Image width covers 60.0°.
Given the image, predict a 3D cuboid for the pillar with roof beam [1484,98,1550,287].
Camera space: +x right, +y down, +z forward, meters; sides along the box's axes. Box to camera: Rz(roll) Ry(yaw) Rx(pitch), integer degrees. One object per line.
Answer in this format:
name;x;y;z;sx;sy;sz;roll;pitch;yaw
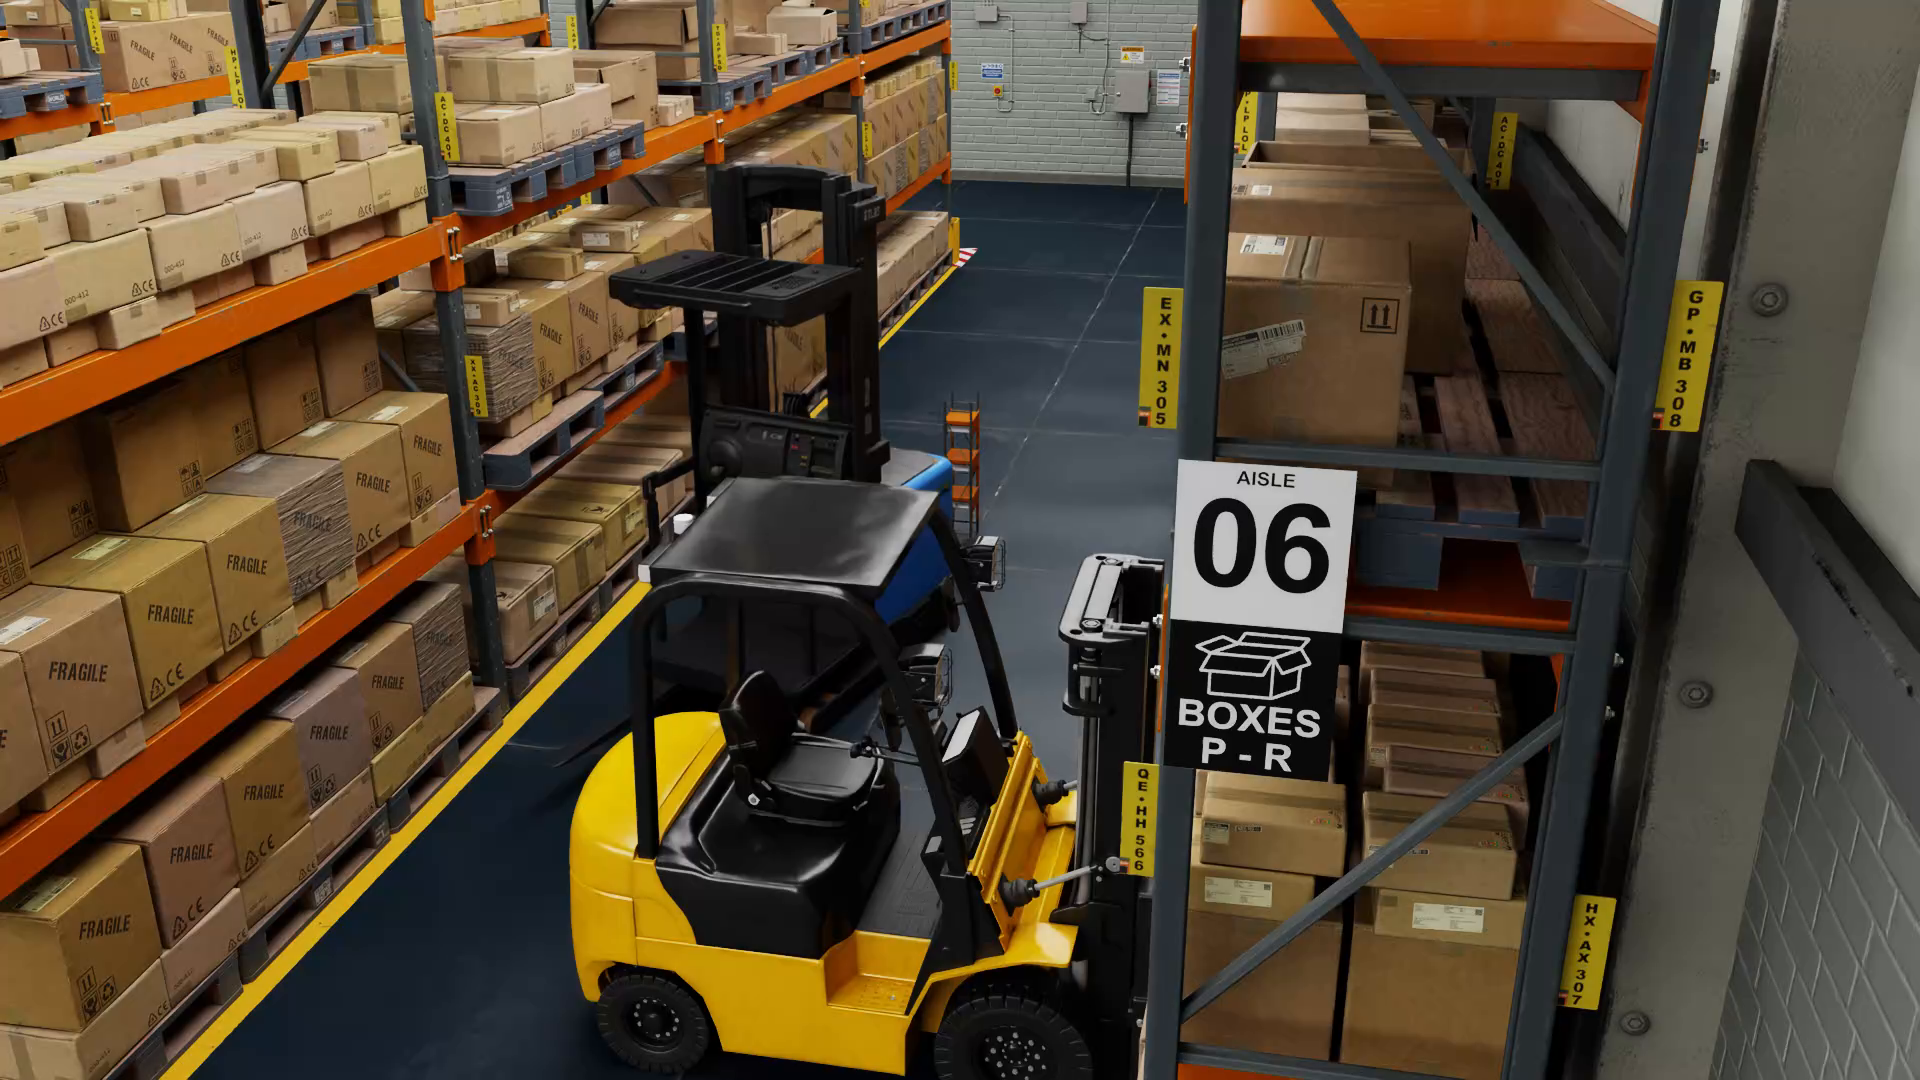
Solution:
pillar with roof beam;-0.978;-4.088;9.960;9.100;9.000;0.400;4;22;11

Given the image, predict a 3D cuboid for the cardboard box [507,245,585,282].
cardboard box;-2.493;-1.667;10.016;0.380;0.149;0.250;6;23;14

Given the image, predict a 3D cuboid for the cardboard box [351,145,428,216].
cardboard box;-2.883;-1.714;7.882;0.500;0.250;0.500;4;22;10

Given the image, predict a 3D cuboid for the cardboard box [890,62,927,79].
cardboard box;-0.575;-5.206;18.424;0.380;0.149;0.250;5;22;12

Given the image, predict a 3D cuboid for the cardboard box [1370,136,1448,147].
cardboard box;2.169;-1.872;8.111;0.380;0.149;0.250;4;22;11

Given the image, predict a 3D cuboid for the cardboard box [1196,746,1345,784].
cardboard box;0.946;0.967;5.303;0.500;0.500;0.500;5;23;13

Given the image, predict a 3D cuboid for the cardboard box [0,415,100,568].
cardboard box;-3.868;-0.205;6.476;0.700;0.500;0.500;4;22;10

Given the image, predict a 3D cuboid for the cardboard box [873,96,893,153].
cardboard box;-0.980;-4.213;16.827;0.500;0.500;0.500;4;22;10

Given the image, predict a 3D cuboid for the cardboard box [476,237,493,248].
cardboard box;-5.599;-3.386;19.102;0.380;0.149;0.250;5;22;11

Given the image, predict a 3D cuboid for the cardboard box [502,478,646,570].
cardboard box;-2.668;-0.123;11.098;0.950;0.372;0.625;5;23;13

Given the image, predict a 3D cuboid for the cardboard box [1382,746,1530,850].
cardboard box;1.381;0.719;4.654;0.380;0.149;0.250;5;23;13

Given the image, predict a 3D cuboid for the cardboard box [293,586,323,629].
cardboard box;-3.109;0.283;7.471;0.380;0.149;0.250;4;22;10

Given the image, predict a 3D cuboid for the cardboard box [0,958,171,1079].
cardboard box;-3.437;1.833;6.407;0.500;0.250;0.500;4;22;10

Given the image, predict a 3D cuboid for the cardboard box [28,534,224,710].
cardboard box;-3.299;0.313;6.529;0.500;0.500;0.500;4;22;10

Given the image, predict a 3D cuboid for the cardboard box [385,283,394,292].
cardboard box;-5.901;-2.684;17.757;0.380;0.149;0.250;3;22;9

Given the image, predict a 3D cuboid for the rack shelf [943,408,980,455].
rack shelf;0.011;-0.760;11.604;0.215;0.259;0.240;4;22;11

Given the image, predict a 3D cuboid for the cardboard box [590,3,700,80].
cardboard box;-2.311;-3.683;12.269;0.797;0.503;0.637;3;22;8

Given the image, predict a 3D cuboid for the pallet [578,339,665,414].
pallet;-2.604;-1.084;10.787;1.003;0.211;1.213;4;22;11

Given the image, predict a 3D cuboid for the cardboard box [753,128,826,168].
cardboard box;-1.490;-3.317;14.602;0.500;0.500;0.500;5;23;13

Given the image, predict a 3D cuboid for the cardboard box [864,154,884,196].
cardboard box;-1.072;-3.561;16.546;0.500;0.500;0.500;5;23;13

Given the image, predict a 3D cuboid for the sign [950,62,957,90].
sign;-0.079;-5.426;19.445;0.100;0.325;0.005;4;22;11

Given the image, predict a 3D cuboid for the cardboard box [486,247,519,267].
cardboard box;-2.869;-1.564;10.628;0.500;0.500;0.500;4;22;9

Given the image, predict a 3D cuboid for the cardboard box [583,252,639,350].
cardboard box;-2.370;-1.518;10.512;0.500;0.500;0.500;4;22;9

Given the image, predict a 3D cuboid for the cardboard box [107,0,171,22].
cardboard box;-6.649;-4.349;13.463;0.396;0.266;0.258;4;22;11

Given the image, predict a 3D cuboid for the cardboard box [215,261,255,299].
cardboard box;-3.182;-1.110;6.915;0.380;0.149;0.250;5;22;12

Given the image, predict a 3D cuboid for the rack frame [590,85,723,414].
rack frame;-2.240;-1.900;12.556;1.000;3.000;0.127;4;22;11

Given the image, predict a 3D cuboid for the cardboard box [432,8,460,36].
cardboard box;-5.719;-5.547;17.797;0.500;0.250;0.500;5;23;13

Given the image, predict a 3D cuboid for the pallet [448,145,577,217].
pallet;-2.826;-1.959;8.939;1.213;0.211;1.003;4;22;11

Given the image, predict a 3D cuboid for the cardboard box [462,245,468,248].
cardboard box;-5.737;-3.338;18.585;0.380;0.149;0.250;5;22;12

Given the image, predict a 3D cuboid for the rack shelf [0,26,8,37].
rack shelf;-10.717;-5.907;19.454;1.077;0.370;4.000;4;22;11

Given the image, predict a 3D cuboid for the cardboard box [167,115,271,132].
cardboard box;-3.465;-1.894;7.795;0.380;0.149;0.250;5;23;13

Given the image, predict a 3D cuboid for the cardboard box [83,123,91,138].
cardboard box;-10.458;-4.890;19.782;0.500;0.250;0.500;4;22;11

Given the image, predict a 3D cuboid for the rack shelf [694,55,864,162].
rack shelf;-1.832;-3.689;13.946;1.077;0.370;4.000;4;22;11

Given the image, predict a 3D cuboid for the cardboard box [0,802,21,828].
cardboard box;-3.563;0.940;5.840;0.380;0.149;0.250;5;22;12

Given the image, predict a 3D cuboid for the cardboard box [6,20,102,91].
cardboard box;-7.239;-3.906;13.389;0.500;0.500;0.500;4;22;11

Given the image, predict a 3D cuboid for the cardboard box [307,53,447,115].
cardboard box;-3.063;-2.407;8.770;0.500;0.250;0.500;5;22;12

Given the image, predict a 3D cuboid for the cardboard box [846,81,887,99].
cardboard box;-0.947;-4.548;16.789;0.380;0.149;0.250;4;22;11

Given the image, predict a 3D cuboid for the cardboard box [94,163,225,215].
cardboard box;-3.130;-1.375;6.506;0.380;0.149;0.250;5;22;12

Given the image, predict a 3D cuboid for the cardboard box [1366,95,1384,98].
cardboard box;2.229;-2.763;9.855;0.700;0.500;0.500;4;22;10

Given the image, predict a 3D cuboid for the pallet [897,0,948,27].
pallet;-0.749;-5.904;18.601;1.003;0.211;1.213;4;22;11

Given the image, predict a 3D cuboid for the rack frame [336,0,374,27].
rack frame;-6.290;-6.486;15.913;1.000;3.000;0.127;4;22;11

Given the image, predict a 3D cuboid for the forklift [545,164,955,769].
forklift;-1.137;-0.463;9.080;1.130;2.935;3.031;10;24;24

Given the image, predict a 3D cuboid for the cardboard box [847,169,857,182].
cardboard box;-1.276;-3.345;15.677;0.500;0.250;0.500;4;22;11

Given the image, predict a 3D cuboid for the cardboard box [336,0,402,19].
cardboard box;-5.957;-5.415;16.799;0.500;0.250;0.500;5;23;13

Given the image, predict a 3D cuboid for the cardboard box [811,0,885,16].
cardboard box;-1.180;-5.539;16.742;0.797;0.503;0.637;6;23;15

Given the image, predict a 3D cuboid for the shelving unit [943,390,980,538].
shelving unit;0.011;-0.507;11.706;0.215;1.050;0.252;4;22;11

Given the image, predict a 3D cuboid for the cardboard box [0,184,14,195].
cardboard box;-3.730;-1.223;6.128;0.380;0.149;0.250;4;22;9

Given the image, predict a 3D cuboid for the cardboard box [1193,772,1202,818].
cardboard box;0.807;0.812;4.821;0.380;0.149;0.250;5;22;12

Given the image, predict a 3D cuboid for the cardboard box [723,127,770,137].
cardboard box;-1.976;-3.363;14.716;0.500;0.500;0.500;4;22;10

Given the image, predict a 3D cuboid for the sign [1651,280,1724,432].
sign;1.530;-0.386;3.506;0.100;0.325;0.005;4;22;11

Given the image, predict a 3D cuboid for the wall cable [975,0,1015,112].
wall cable;0.520;-7.376;24.750;0.585;1.953;0.123;4;22;11

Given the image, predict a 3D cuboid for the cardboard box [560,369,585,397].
cardboard box;-2.498;-0.984;10.057;0.380;0.149;0.250;5;22;12

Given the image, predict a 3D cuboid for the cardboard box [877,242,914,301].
cardboard box;-1.009;-2.918;17.951;0.875;0.438;0.875;4;22;9

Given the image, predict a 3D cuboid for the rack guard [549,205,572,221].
rack guard;-5.490;-3.979;21.064;1.175;0.500;0.348;4;22;11

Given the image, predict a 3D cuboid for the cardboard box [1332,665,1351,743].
cardboard box;1.025;0.495;5.210;0.380;0.149;0.250;5;22;11

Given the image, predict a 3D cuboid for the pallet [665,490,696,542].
pallet;-2.401;-0.321;12.368;1.003;0.211;1.213;4;22;11
